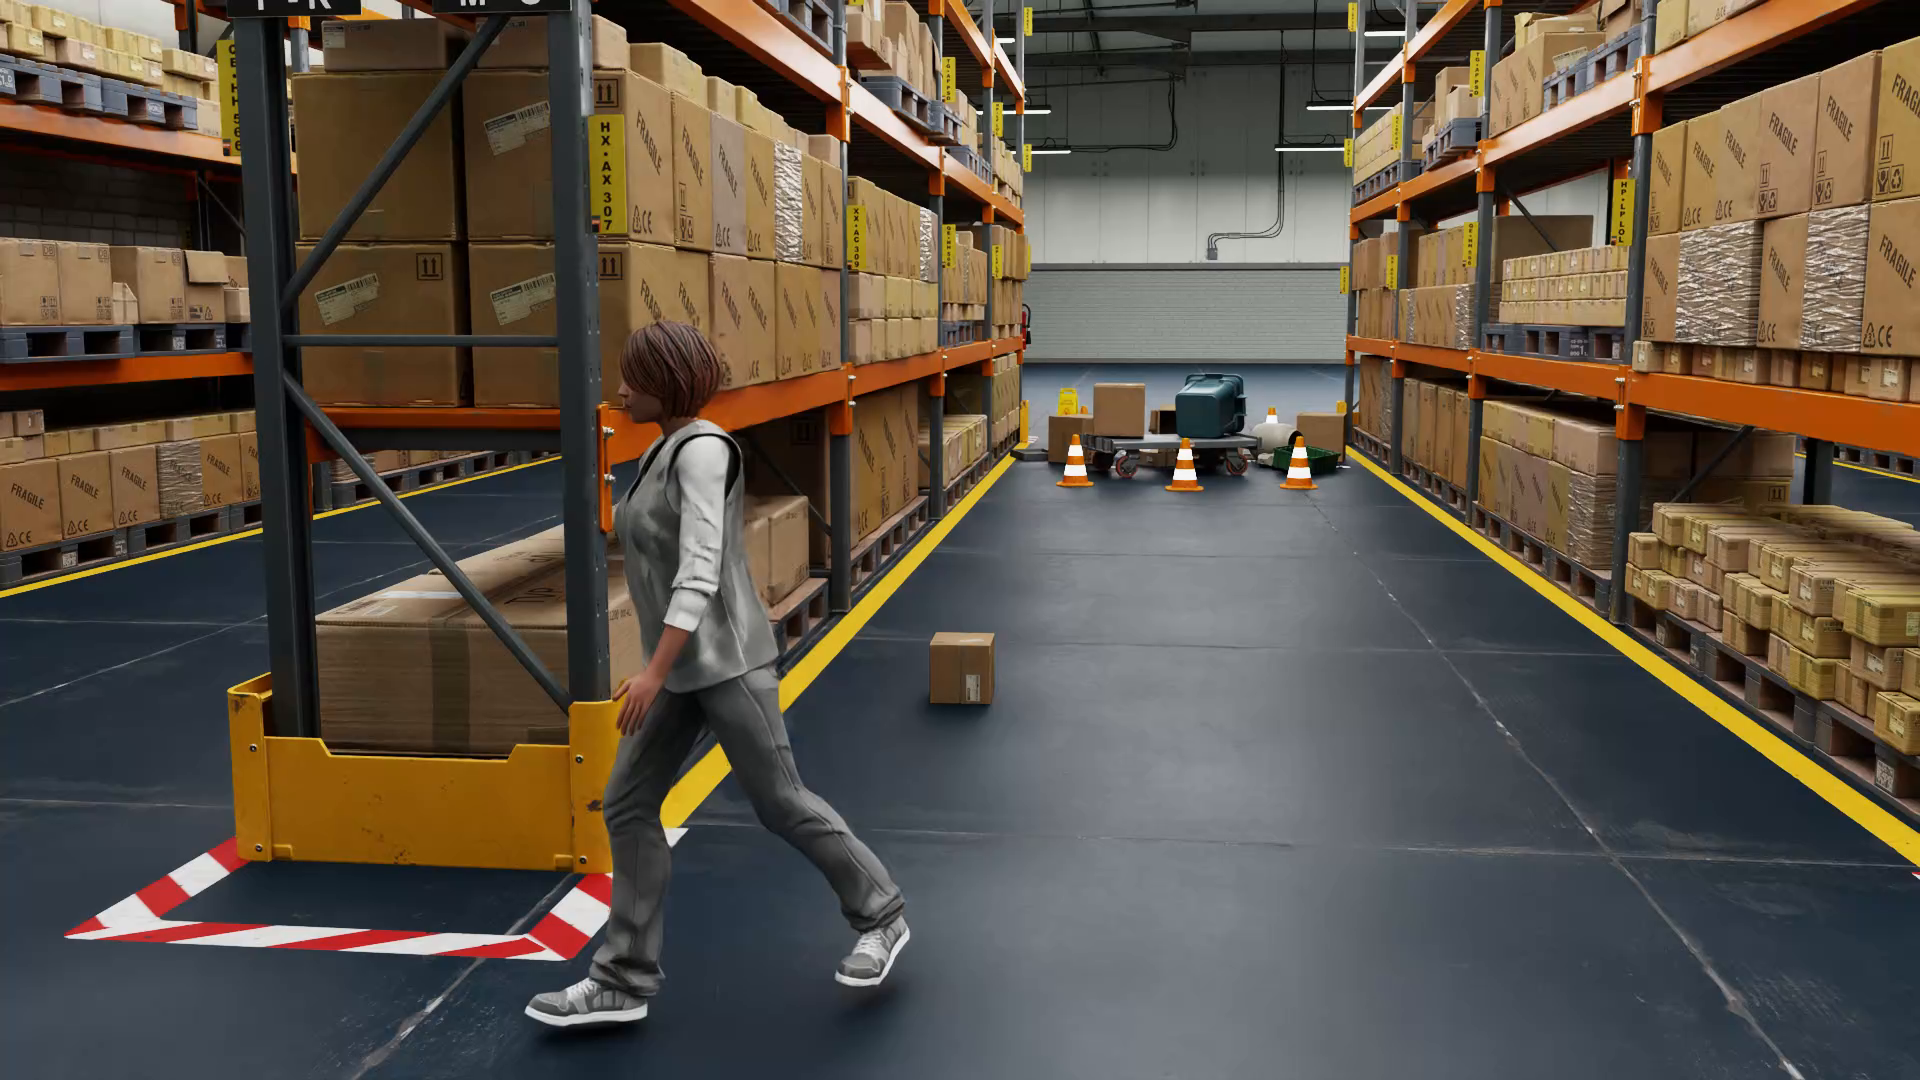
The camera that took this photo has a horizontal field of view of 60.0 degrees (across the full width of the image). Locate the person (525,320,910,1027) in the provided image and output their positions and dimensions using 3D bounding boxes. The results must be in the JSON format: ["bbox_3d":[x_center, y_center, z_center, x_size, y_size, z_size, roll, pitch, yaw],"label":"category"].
[{"bbox_3d":[-0.553,0.289,3.742,0.889,1.554,0.468,-4,9,-27],"label":"person"}]
